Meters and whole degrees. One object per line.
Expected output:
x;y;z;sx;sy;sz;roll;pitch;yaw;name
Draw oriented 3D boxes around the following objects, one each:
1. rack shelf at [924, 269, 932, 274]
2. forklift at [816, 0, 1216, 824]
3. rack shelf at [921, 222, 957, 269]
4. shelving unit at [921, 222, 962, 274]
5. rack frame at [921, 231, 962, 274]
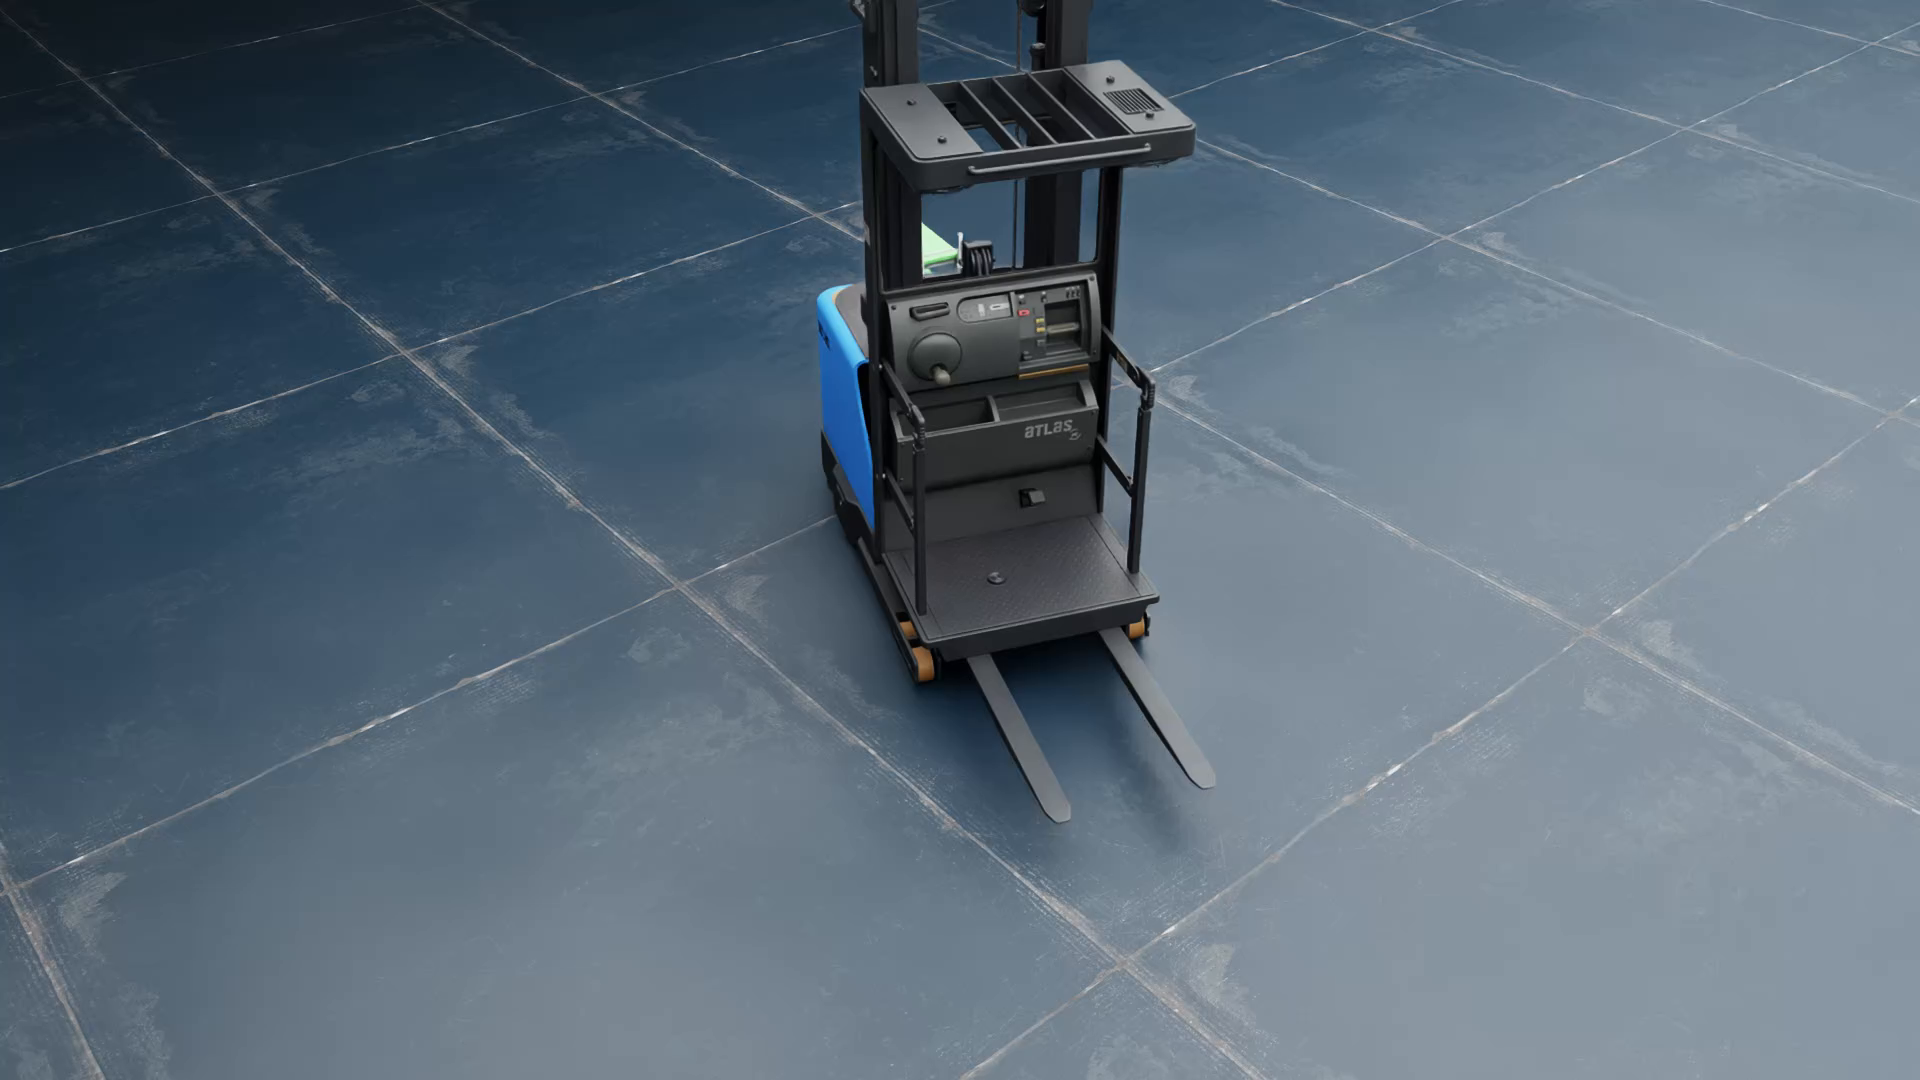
-0.213;-1.288;8.720;0.258;0.148;0.480;-17;38;-23;rack shelf
0.220;-0.825;6.880;1.130;2.935;3.031;-11;37;-15;forklift
-0.214;-1.485;8.583;0.258;0.148;0.480;-17;38;-23;rack shelf
-0.213;-1.143;8.820;0.258;1.200;0.503;-17;38;-23;shelving unit
-0.097;-1.021;8.643;0.240;1.200;0.015;-17;38;-23;rack frame
